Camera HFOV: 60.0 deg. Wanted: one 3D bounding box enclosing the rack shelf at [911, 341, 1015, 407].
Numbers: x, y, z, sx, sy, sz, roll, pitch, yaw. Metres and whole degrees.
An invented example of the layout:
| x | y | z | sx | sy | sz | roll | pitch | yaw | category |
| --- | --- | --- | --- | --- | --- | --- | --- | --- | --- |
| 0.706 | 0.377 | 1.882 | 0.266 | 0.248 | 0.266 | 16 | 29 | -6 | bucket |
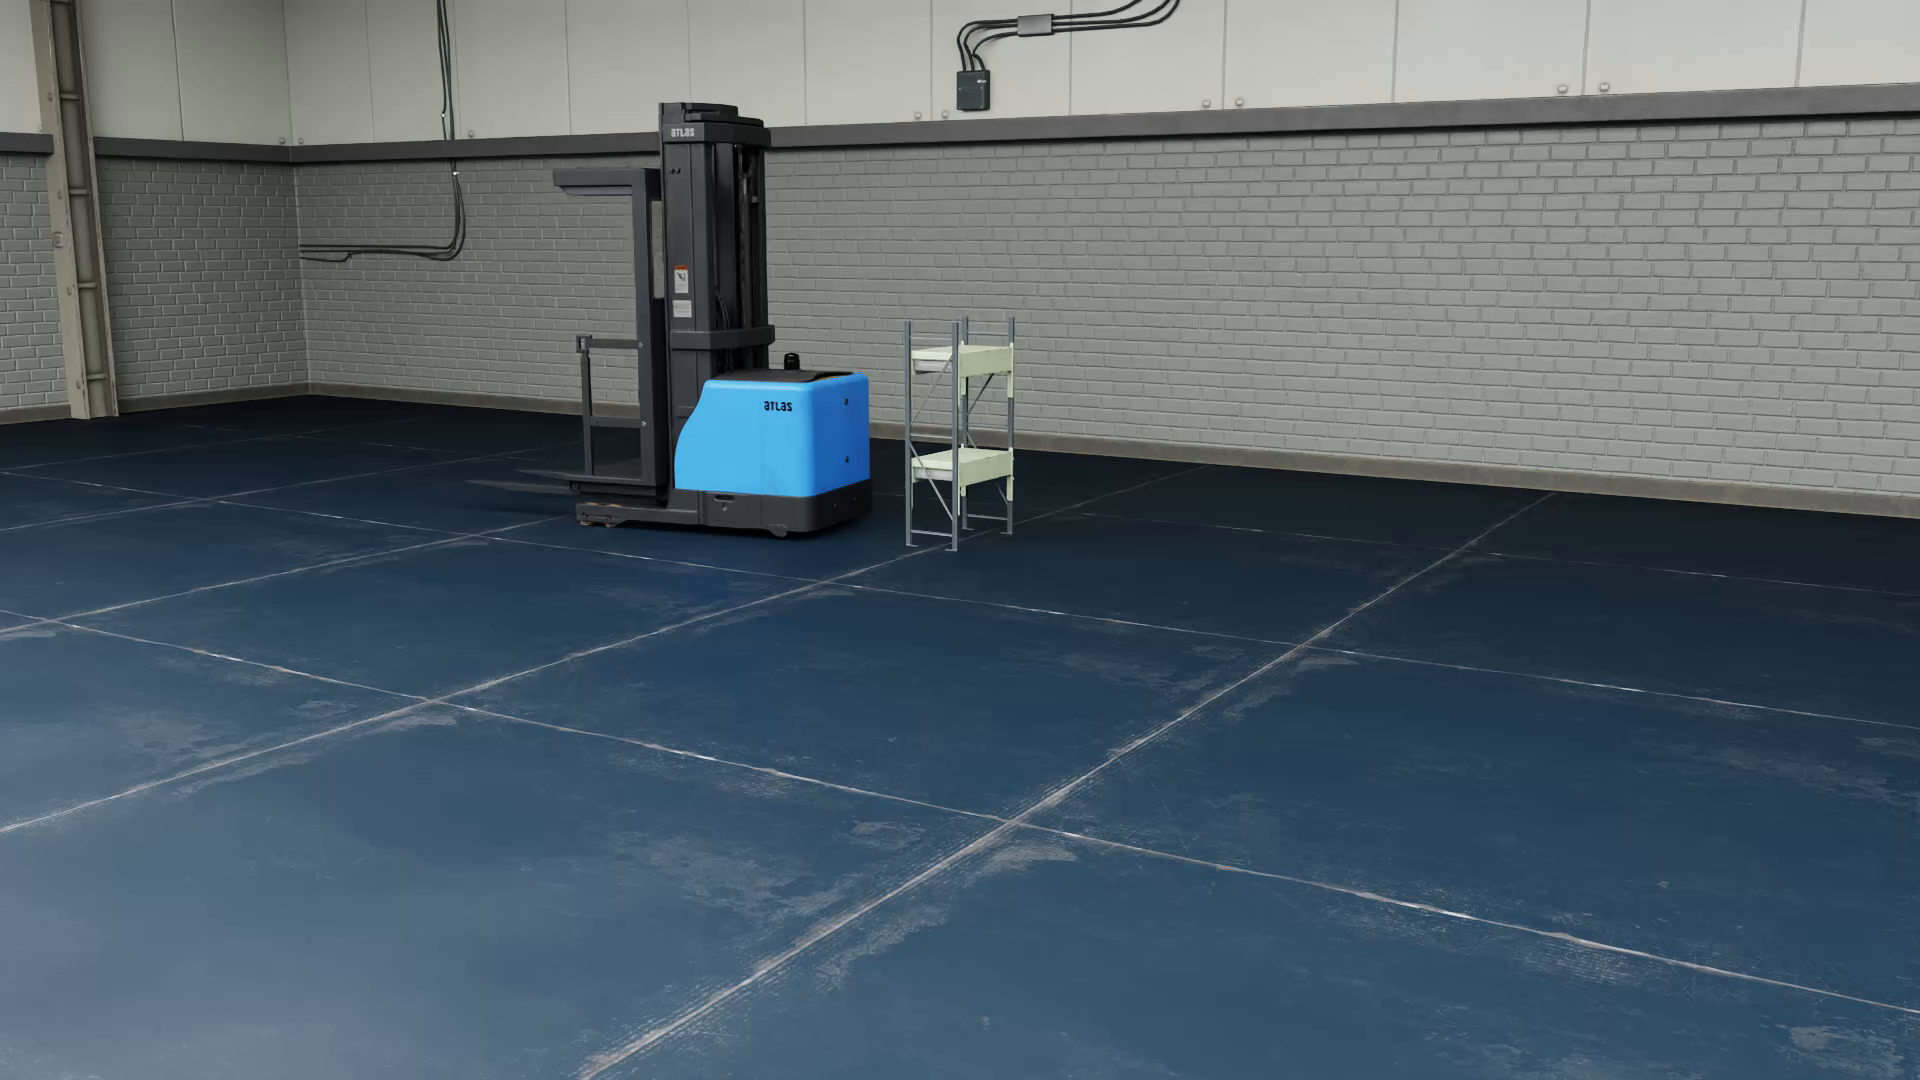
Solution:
| x | y | z | sx | sy | sz | roll | pitch | yaw | category |
| --- | --- | --- | --- | --- | --- | --- | --- | --- | --- |
| 0.003 | -1.122 | 11.164 | 0.431 | 0.370 | 0.720 | 6 | 12 | 31 | rack shelf |

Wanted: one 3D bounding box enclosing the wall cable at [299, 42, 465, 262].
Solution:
| x | y | z | sx | sy | sz | roll | pitch | yaw | category |
| --- | --- | --- | --- | --- | --- | --- | --- | --- | --- |
| -7.134 | -4.630 | 20.081 | 3.097 | 2.526 | 0.112 | 6 | 12 | 31 | wall cable |

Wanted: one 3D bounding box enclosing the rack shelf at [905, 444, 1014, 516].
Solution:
| x | y | z | sx | sy | sz | roll | pitch | yaw | category |
| --- | --- | --- | --- | --- | --- | --- | --- | --- | --- |
| 0.003 | -0.418 | 11.296 | 0.431 | 0.370 | 0.720 | 6 | 12 | 31 | rack shelf |

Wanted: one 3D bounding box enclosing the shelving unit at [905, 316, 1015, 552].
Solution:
| x | y | z | sx | sy | sz | roll | pitch | yaw | category |
| --- | --- | --- | --- | --- | --- | --- | --- | --- | --- |
| 0.003 | -0.738 | 11.236 | 0.431 | 1.500 | 0.755 | 6 | 12 | 31 | shelving unit |

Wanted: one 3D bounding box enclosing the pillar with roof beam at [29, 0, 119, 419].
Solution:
| x | y | z | sx | sy | sz | roll | pitch | yaw | category |
| --- | --- | --- | --- | --- | --- | --- | --- | --- | --- |
| -6.114 | -5.407 | 15.798 | 9.100 | 9.000 | 0.400 | 6 | 12 | 31 | pillar with roof beam |

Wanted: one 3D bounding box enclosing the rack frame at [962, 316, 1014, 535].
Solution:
| x | y | z | sx | sy | sz | roll | pitch | yaw | category |
| --- | --- | --- | --- | --- | --- | --- | --- | --- | --- |
| 0.193 | -0.796 | 11.544 | 0.400 | 1.500 | 0.023 | 6 | 12 | 31 | rack frame |

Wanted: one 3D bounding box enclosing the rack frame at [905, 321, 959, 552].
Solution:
| x | y | z | sx | sy | sz | roll | pitch | yaw | category |
| --- | --- | --- | --- | --- | --- | --- | --- | --- | --- |
| -0.187 | -0.681 | 10.929 | 0.400 | 1.500 | 0.023 | 6 | 12 | 31 | rack frame |

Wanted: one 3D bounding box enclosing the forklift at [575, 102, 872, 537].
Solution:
| x | y | z | sx | sy | sz | roll | pitch | yaw | category |
| --- | --- | --- | --- | --- | --- | --- | --- | --- | --- |
| -2.207 | -1.613 | 12.020 | 3.031 | 2.935 | 1.130 | 4 | 11 | 22 | forklift |
